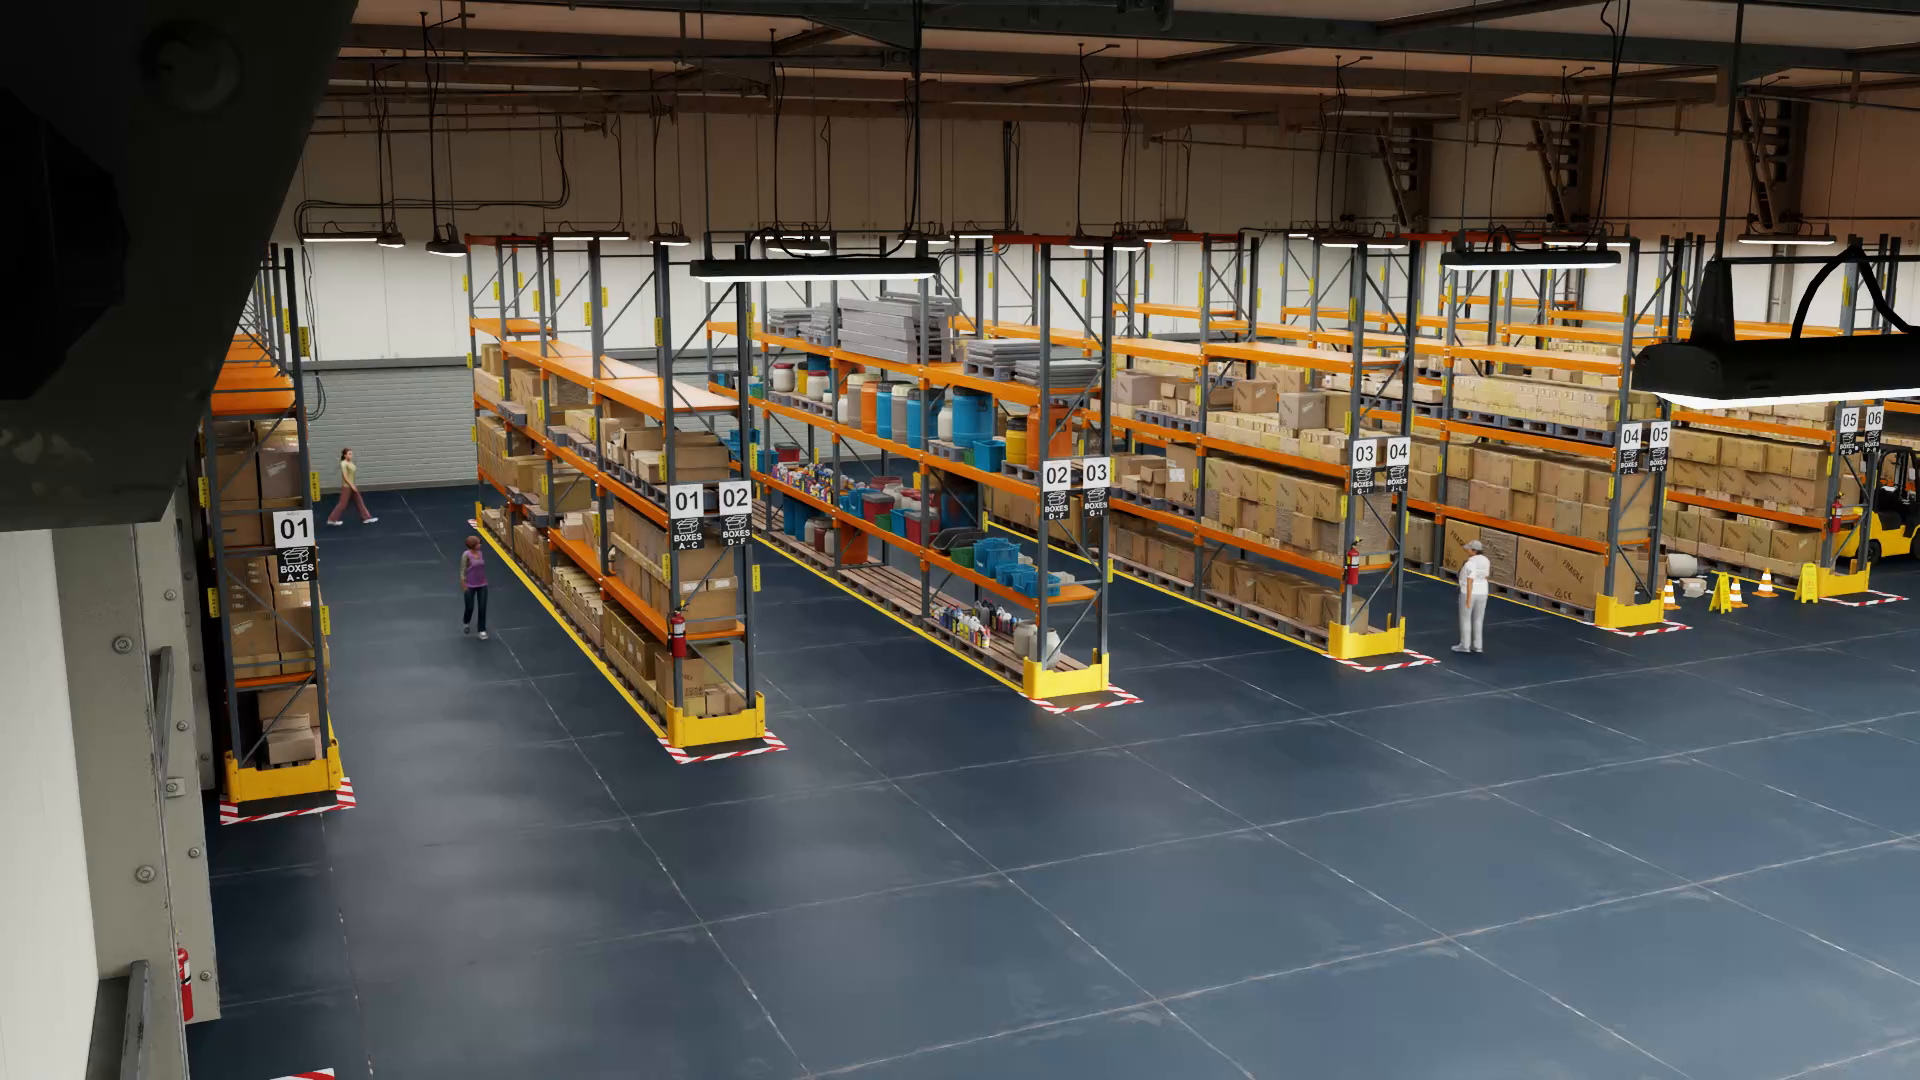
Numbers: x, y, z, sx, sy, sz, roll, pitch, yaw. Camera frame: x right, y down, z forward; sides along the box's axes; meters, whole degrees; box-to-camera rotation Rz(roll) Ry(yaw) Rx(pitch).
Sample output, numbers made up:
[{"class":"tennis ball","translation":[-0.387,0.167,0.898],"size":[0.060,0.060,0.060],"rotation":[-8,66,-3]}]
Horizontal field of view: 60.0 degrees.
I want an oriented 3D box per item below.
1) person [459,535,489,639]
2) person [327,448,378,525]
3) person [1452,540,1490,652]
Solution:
[{"class":"person","translation":[-7.377,0.708,25.244],"size":[0.446,1.594,0.443],"rotation":[-6,13,-29]},{"class":"person","translation":[-12.669,-1.113,34.544],"size":[1.020,1.620,0.531],"rotation":[-5,12,-25]},{"class":"person","translation":[7.575,0.822,24.493],"size":[0.506,1.667,0.428],"rotation":[-2,11,-10]}]
